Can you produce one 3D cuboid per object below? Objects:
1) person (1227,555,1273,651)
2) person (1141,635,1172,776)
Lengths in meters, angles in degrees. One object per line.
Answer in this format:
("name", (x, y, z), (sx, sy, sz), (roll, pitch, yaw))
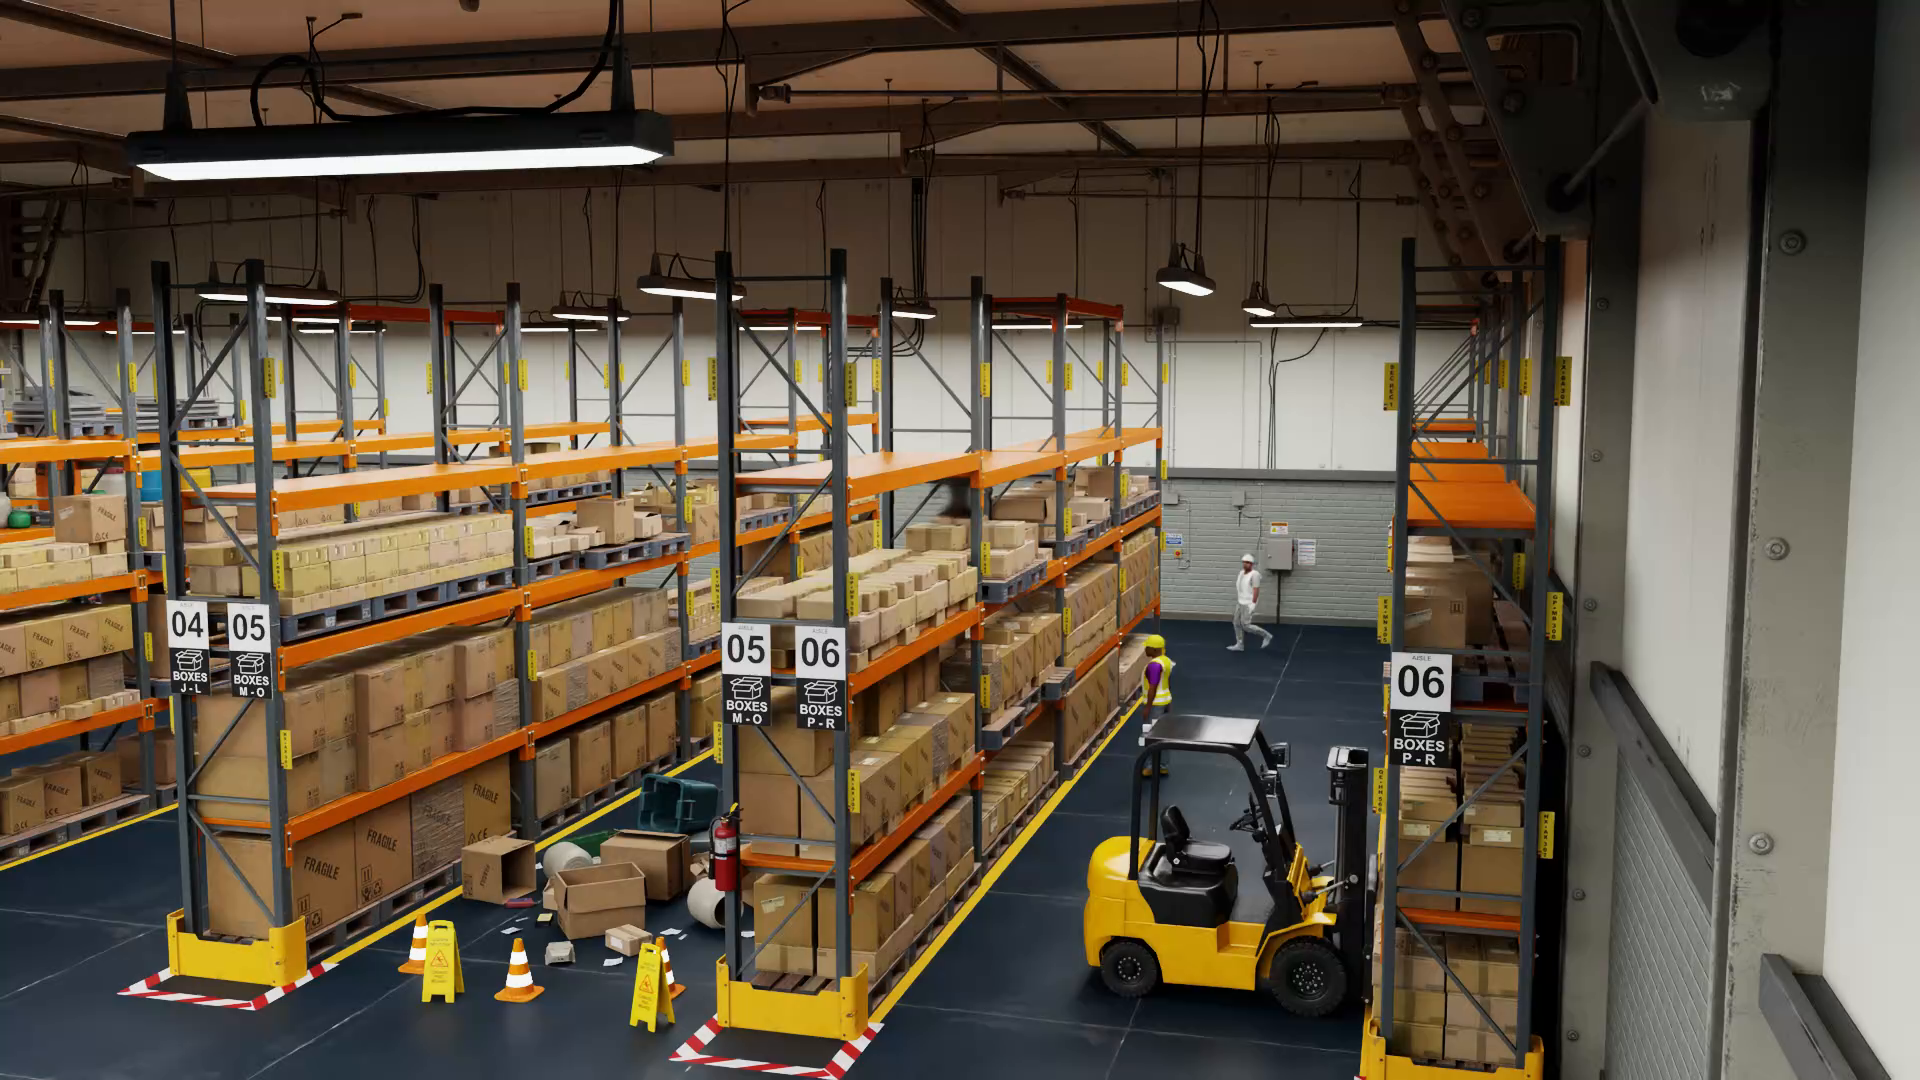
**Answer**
("person", (5.209, 1.134, 29.851), (0.782, 1.752, 0.560), (0, 6, 0))
("person", (2.459, 2.074, 20.933), (0.378, 1.776, 0.649), (3, 7, 27))
